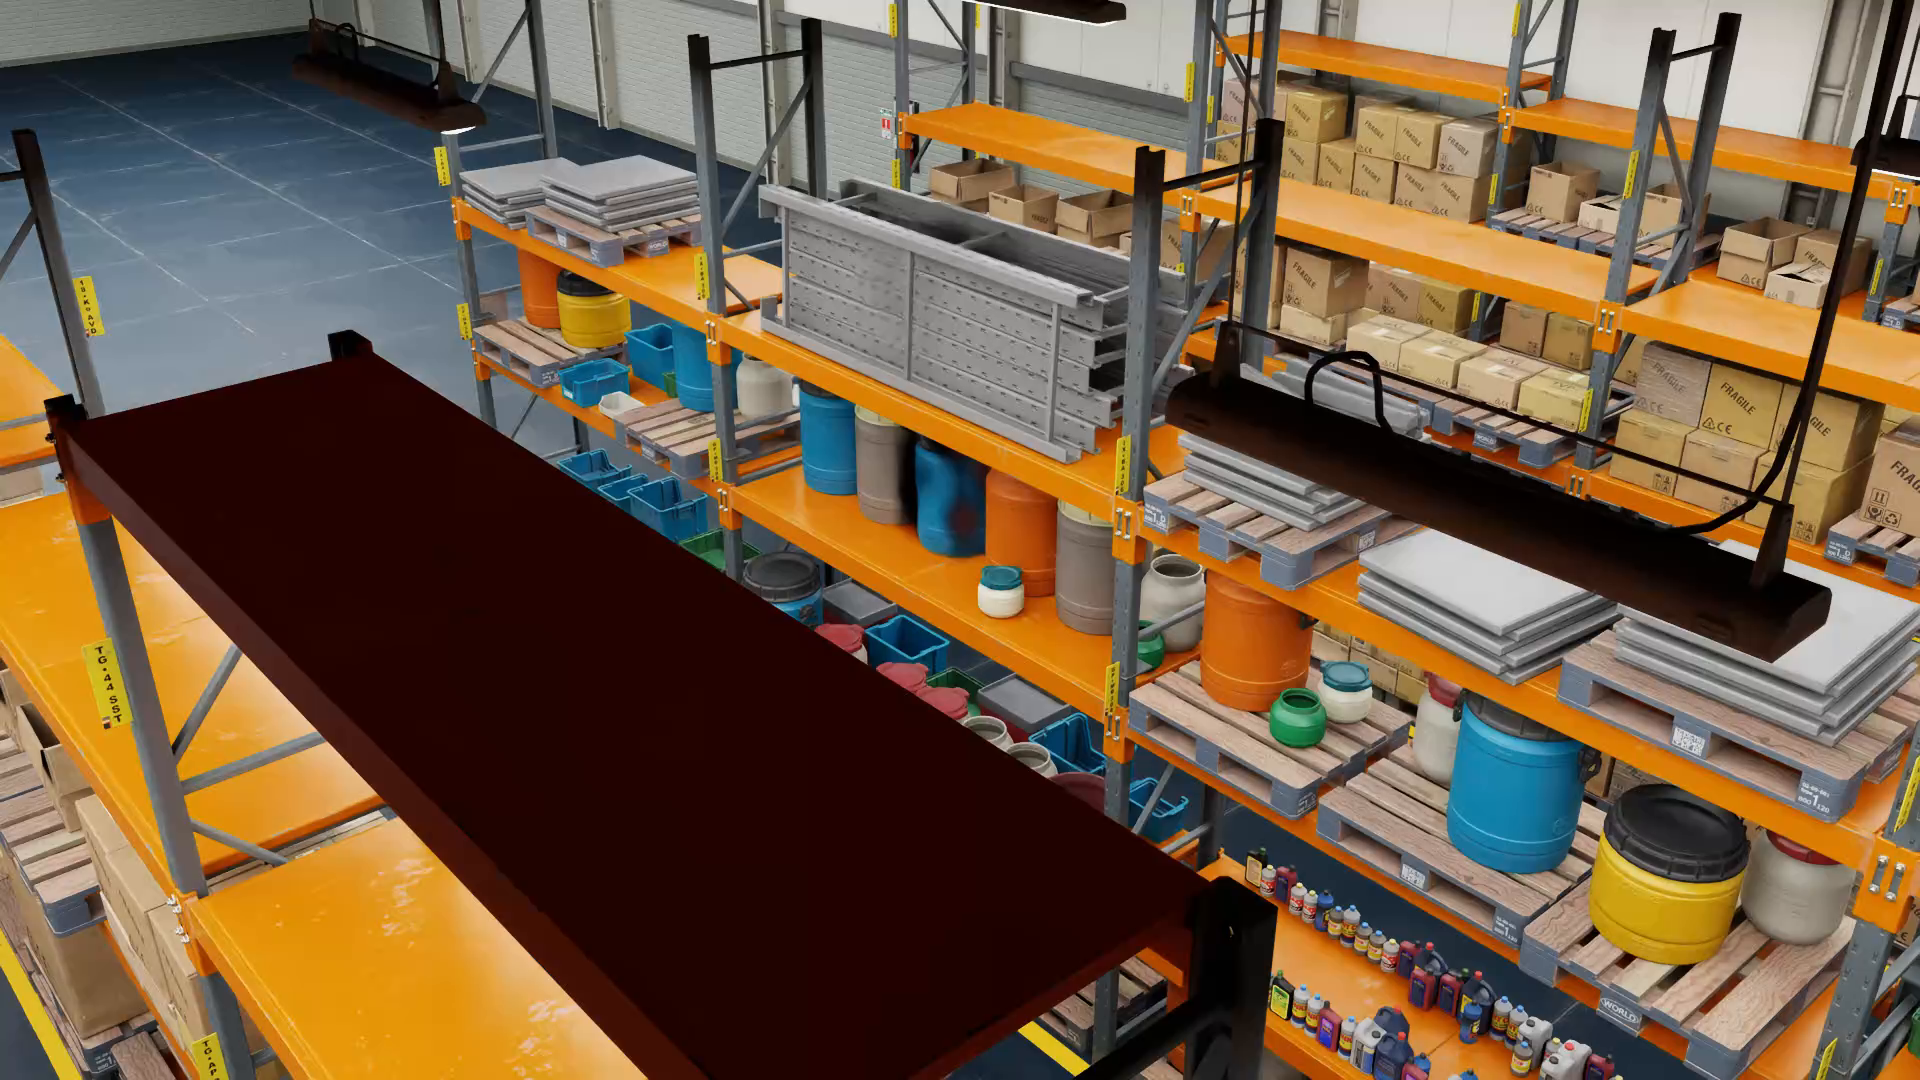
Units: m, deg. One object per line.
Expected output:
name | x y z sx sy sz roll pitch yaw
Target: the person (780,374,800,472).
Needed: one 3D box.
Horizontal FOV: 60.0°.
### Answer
person | -1.787 -1.052 17.684 0.437 1.759 0.646 9 28 16
